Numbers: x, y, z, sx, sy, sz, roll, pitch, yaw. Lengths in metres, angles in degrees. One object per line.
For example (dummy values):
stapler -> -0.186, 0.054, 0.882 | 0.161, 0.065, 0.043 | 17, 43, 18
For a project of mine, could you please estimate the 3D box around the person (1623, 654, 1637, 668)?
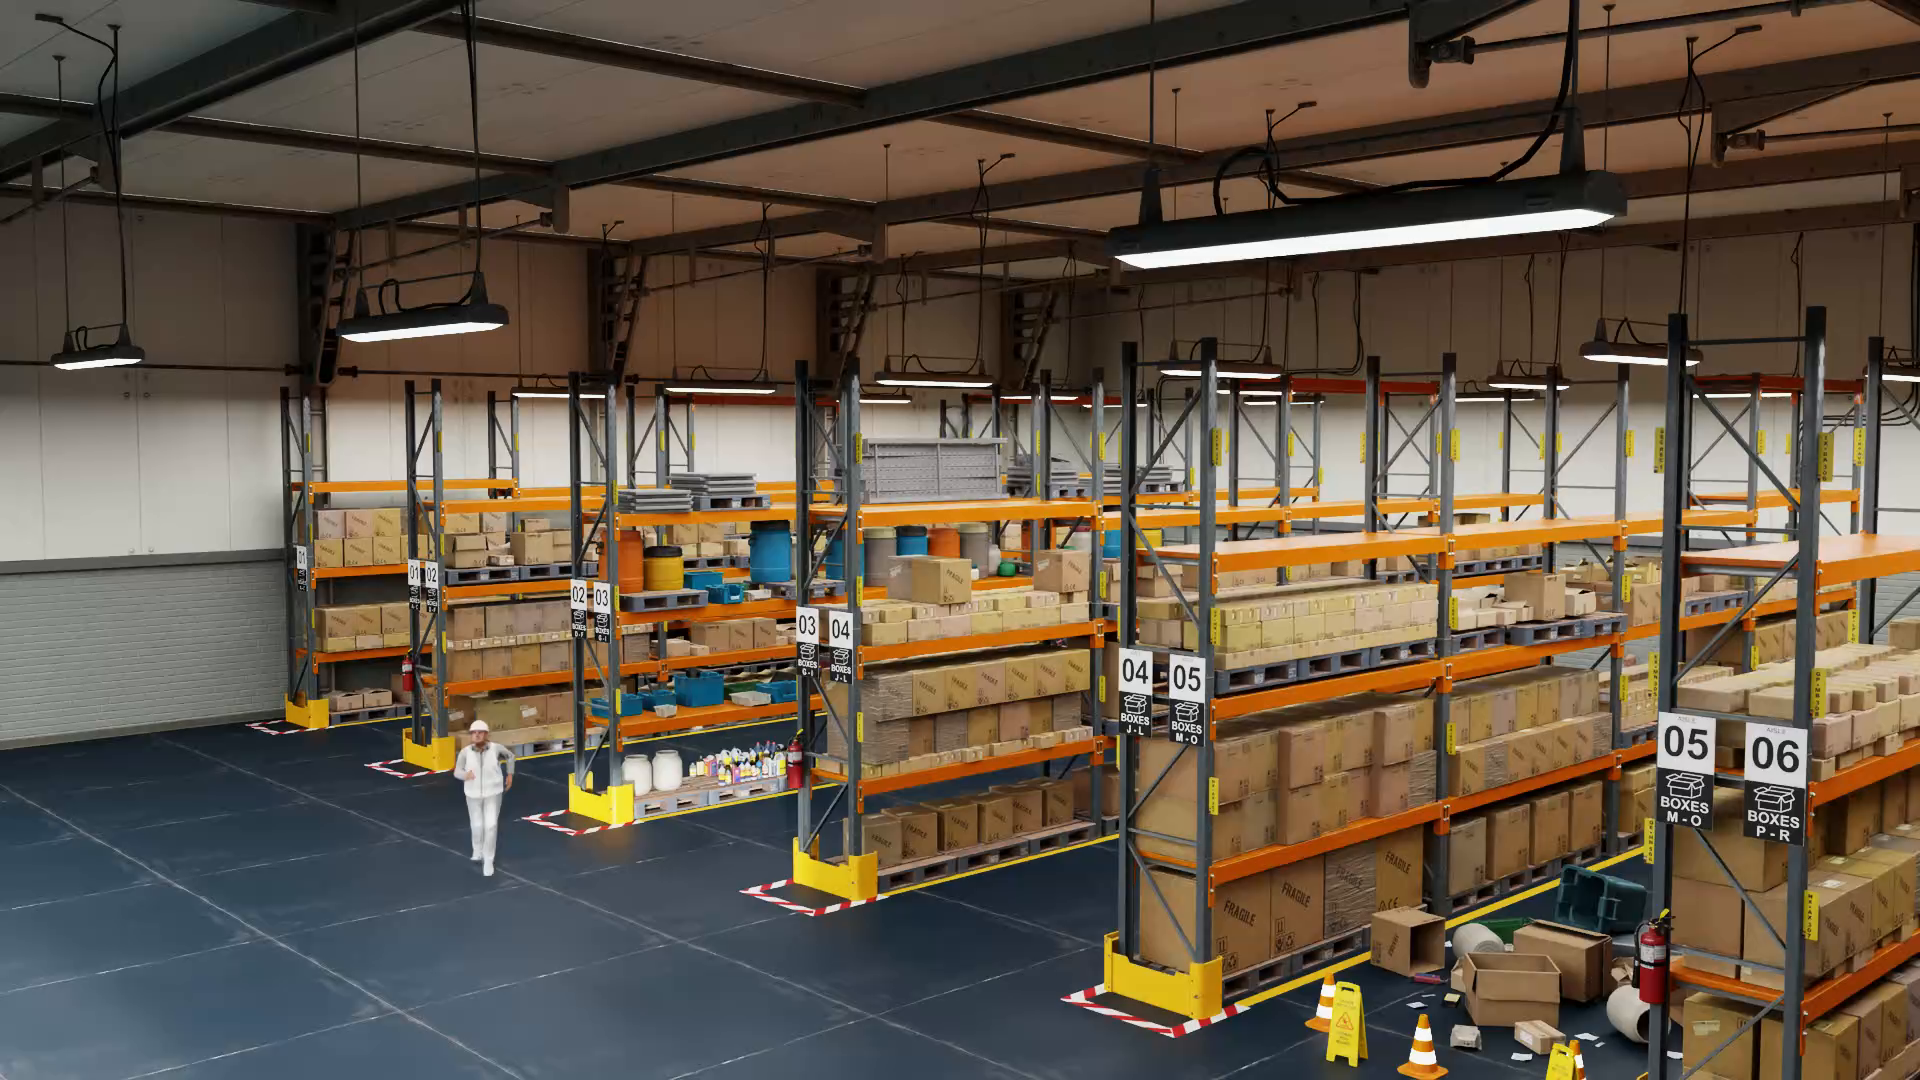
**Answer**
person -> 10.276, 2.639, 25.694 | 0.733, 1.763, 0.683 | -3, 5, -40

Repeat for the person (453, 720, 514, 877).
person -> -5.630, 3.025, 19.689 | 0.661, 1.822, 0.894 | 0, 4, -8
